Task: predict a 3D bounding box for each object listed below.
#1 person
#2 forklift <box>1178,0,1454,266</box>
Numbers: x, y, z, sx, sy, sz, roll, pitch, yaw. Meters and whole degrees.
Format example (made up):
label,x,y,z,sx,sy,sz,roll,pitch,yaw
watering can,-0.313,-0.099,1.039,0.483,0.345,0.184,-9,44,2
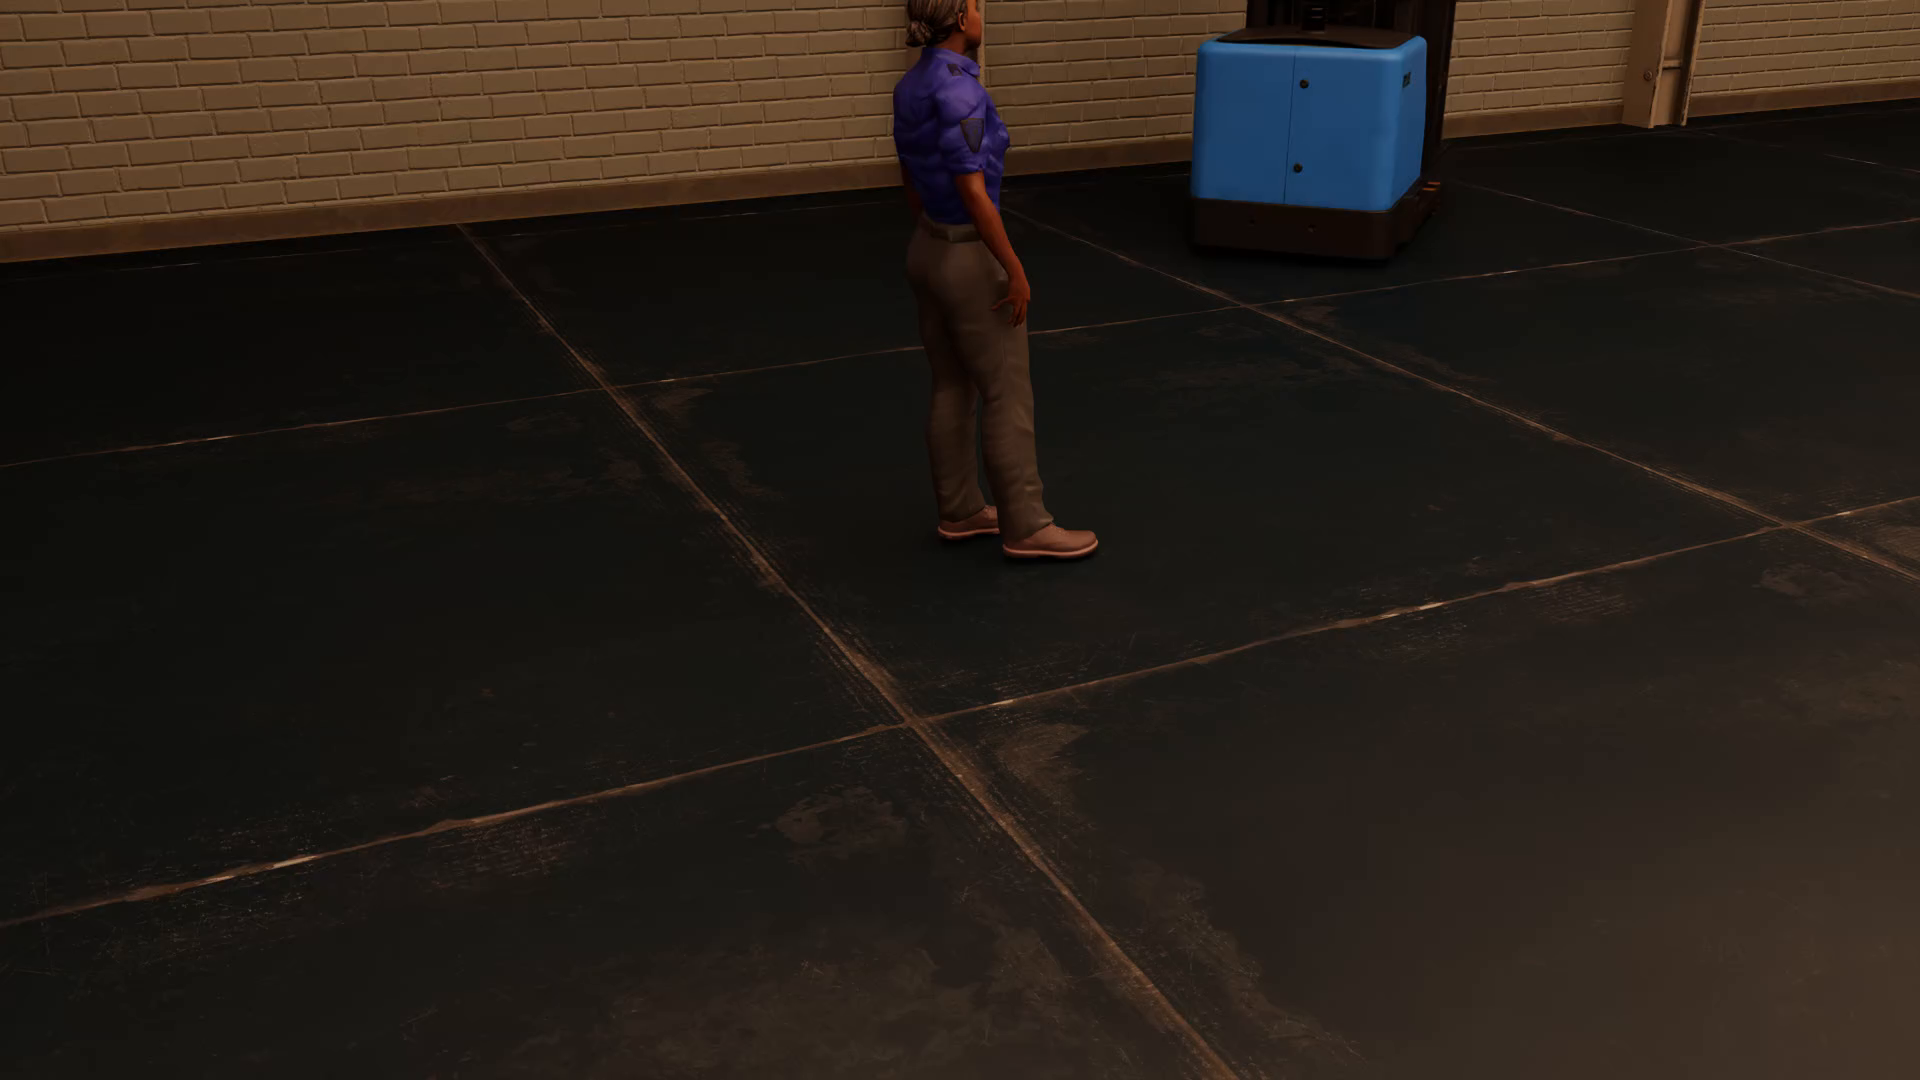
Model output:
label,x,y,z,sx,sy,sz,roll,pitch,yaw
person,0.088,-0.778,4.805,0.503,1.655,0.570,-10,25,-23
forklift,2.163,-3.237,9.079,1.130,2.935,3.031,9,24,21
